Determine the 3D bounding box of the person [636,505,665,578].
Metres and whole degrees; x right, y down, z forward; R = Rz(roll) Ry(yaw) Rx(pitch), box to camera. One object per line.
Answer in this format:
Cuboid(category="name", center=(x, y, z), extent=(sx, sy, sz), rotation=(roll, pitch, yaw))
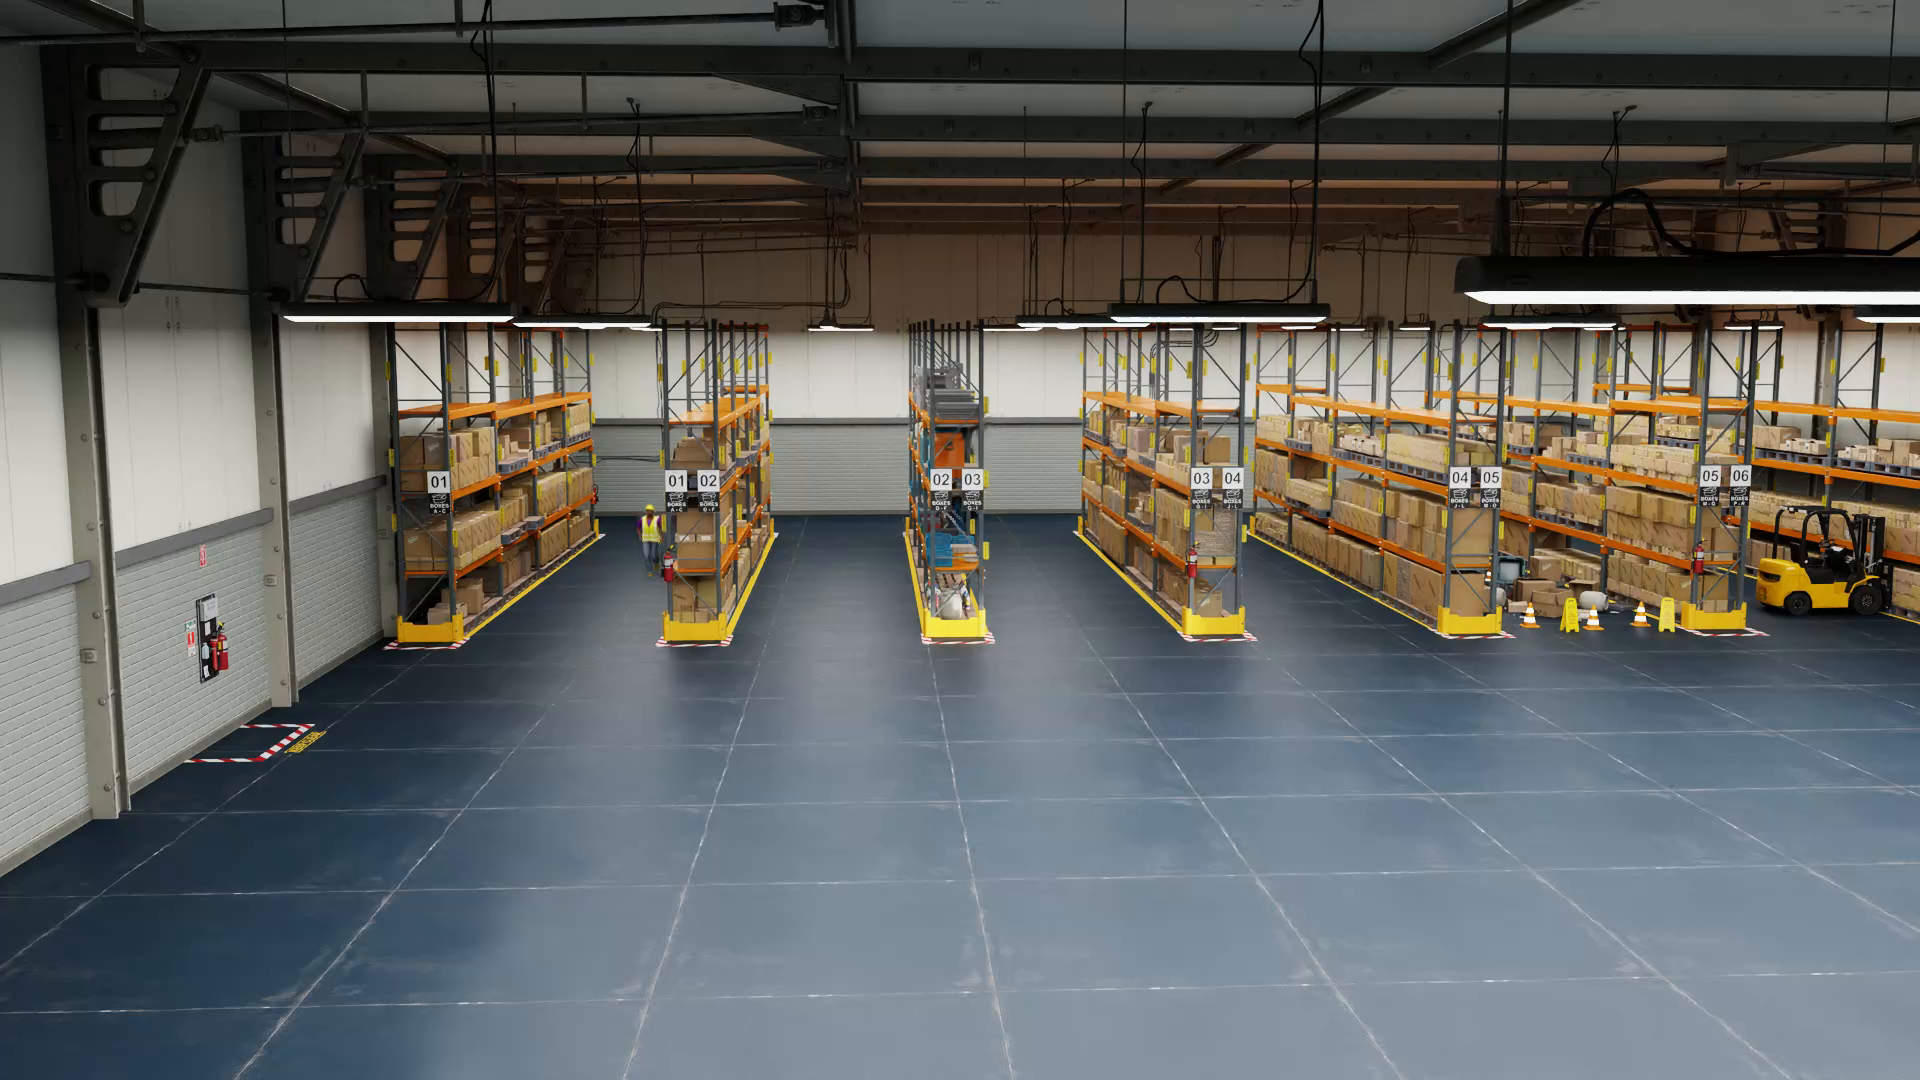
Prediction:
Cuboid(category="person", center=(-7.317, 0.024, 39.316), extent=(0.702, 1.726, 0.598), rotation=(0, 7, 0))
